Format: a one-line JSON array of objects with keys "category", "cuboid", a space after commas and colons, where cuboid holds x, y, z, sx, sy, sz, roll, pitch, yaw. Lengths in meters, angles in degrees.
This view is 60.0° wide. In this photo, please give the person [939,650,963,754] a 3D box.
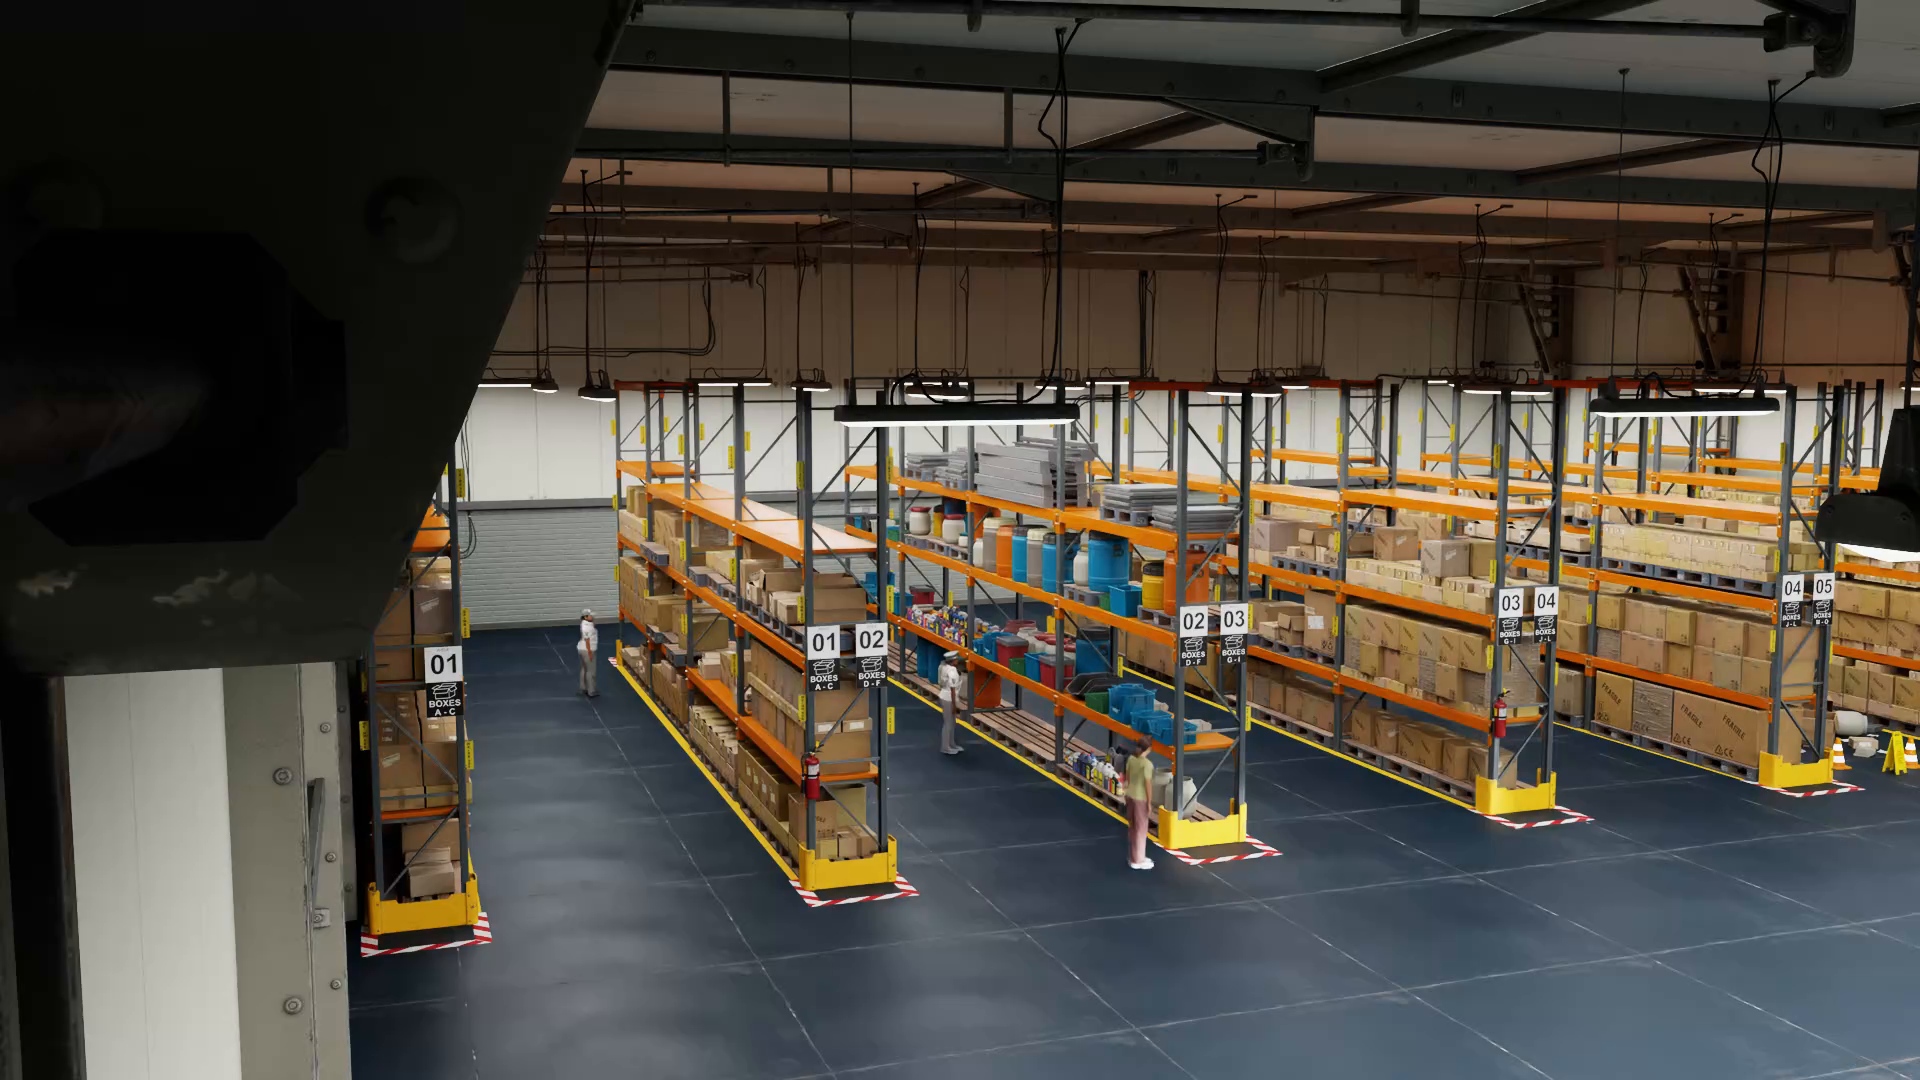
[{"category": "person", "cuboid": [-0.126, 2.635, 27.071, 0.417, 1.688, 0.466, -1, 6, -12]}]

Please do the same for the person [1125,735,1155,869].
[{"category": "person", "cuboid": [2.278, 3.292, 20.923, 0.348, 1.676, 0.475, -4, 7, -31]}]

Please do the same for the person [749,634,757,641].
[{"category": "person", "cuboid": [-4.235, 1.495, 37.651, 1.082, 1.739, 0.681, 0, 6, -2]}]

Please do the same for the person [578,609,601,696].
[{"category": "person", "cuboid": [-7.079, 2.139, 31.786, 0.432, 1.670, 0.542, -3, 7, -25]}]
